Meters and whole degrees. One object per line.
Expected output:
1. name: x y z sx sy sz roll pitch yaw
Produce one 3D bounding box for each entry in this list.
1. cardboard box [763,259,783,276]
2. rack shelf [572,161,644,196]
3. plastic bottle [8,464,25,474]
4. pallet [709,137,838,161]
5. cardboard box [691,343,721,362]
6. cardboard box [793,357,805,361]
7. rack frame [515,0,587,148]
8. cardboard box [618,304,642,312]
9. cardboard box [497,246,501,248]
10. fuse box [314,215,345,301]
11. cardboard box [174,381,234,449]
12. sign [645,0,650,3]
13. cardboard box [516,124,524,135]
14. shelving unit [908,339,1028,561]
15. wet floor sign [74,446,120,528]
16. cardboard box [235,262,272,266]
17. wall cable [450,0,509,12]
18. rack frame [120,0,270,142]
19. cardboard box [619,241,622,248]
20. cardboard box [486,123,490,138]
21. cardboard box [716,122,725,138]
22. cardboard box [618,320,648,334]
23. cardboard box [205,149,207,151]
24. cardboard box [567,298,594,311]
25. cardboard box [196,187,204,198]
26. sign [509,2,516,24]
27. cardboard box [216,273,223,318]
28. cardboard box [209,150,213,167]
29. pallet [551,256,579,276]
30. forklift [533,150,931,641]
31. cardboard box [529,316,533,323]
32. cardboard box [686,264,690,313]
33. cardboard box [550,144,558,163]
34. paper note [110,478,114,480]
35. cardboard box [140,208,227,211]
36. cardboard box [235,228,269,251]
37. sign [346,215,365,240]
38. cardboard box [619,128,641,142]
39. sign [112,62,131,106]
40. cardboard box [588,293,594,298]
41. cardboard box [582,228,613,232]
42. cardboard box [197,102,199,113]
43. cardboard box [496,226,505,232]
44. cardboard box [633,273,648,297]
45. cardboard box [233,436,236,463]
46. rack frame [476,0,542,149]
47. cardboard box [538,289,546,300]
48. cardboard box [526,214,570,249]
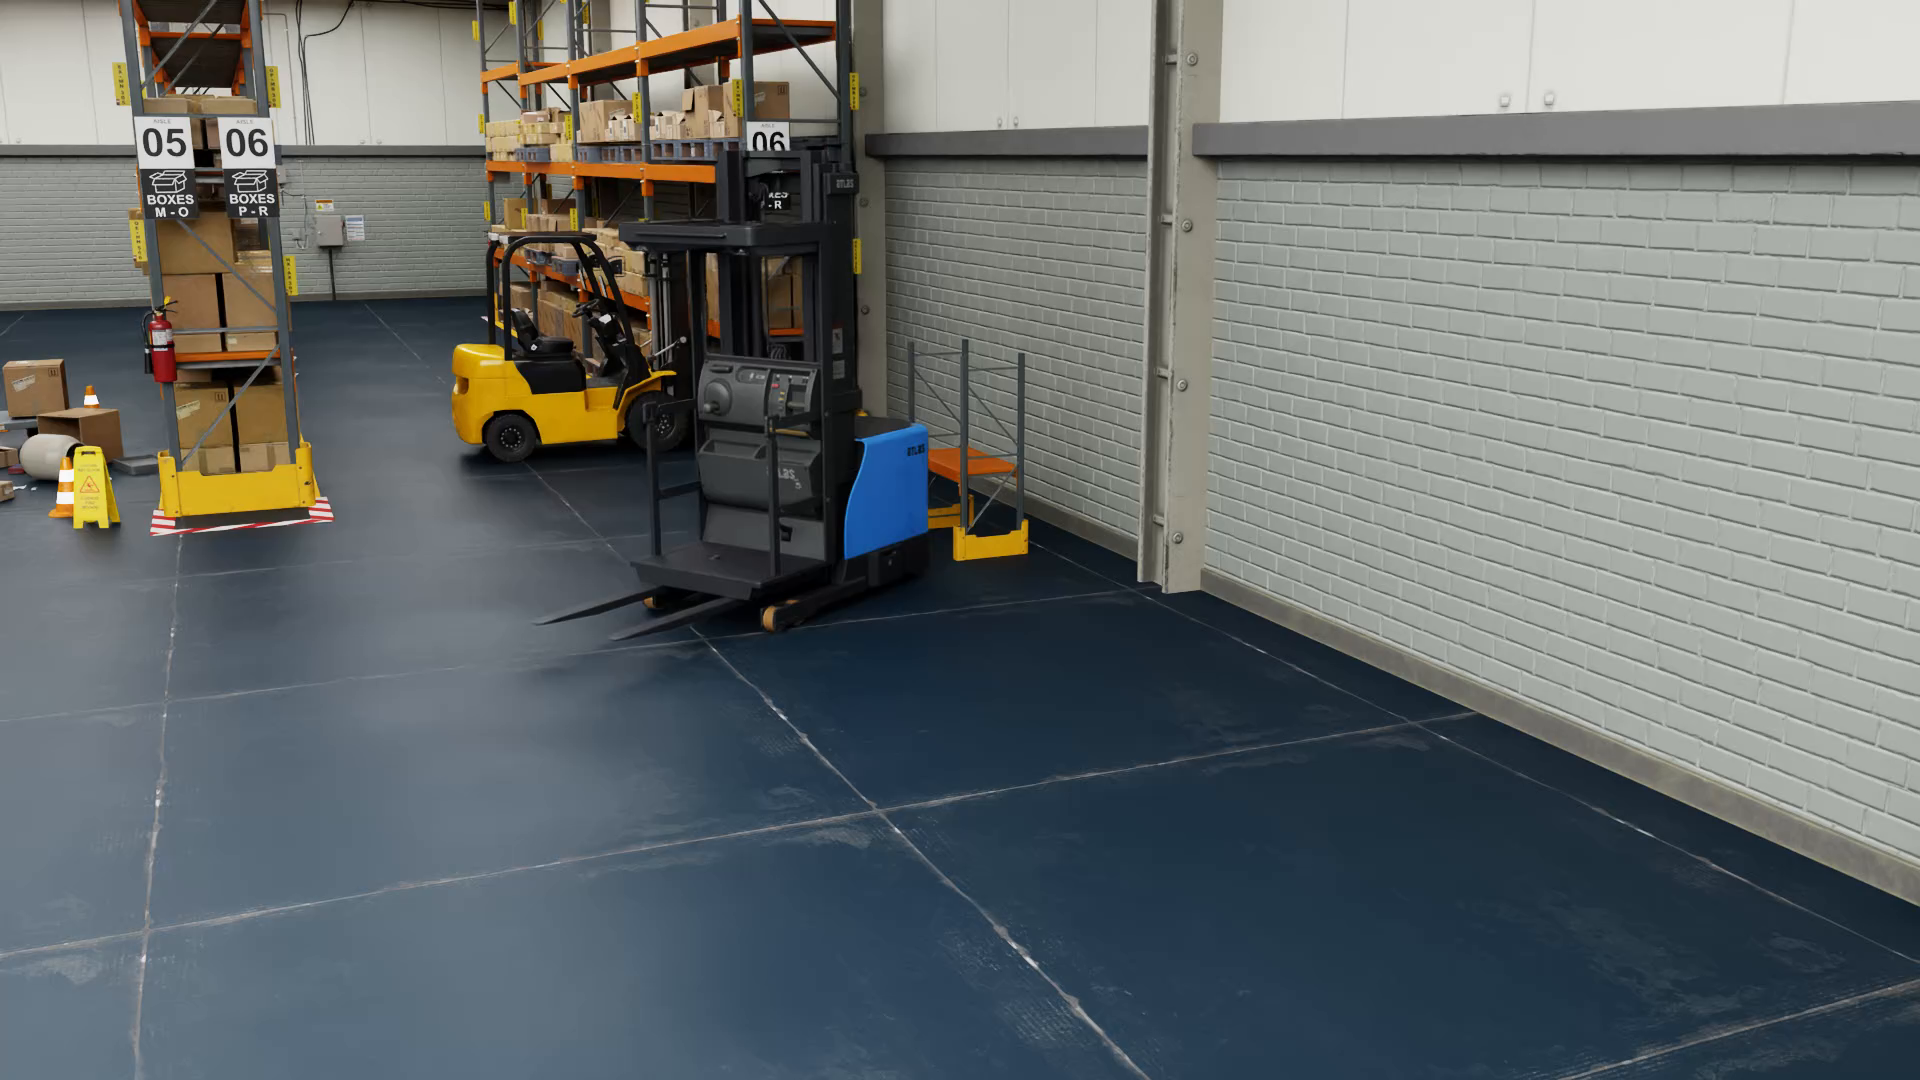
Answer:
1. cardboard box: -1.888 -2.576 15.689 0.380 0.149 0.250 -5 14 -22
2. rack shelf: -3.896 -4.516 20.672 1.077 0.370 4.000 -6 14 -23
3. plastic bottle: -8.842 -0.675 15.651 0.133 0.061 0.283 -3 13 -13
4. pallet: -1.752 -3.732 15.886 1.003 0.211 1.213 -6 14 -23
5. cardboard box: -2.580 -1.898 17.368 0.500 0.250 0.500 -6 14 -24
6. cardboard box: -1.511 -1.634 16.226 0.500 0.250 0.500 -6 14 -24
7. rack frame: -6.299 -7.567 25.609 1.000 3.000 0.127 -6 14 -23
8. cardboard box: -4.620 -3.257 23.463 0.380 0.149 0.250 -5 14 -20
9. cardboard box: -8.021 -5.256 29.484 0.380 0.149 0.250 -6 14 -23
10. fuse box: -12.745 -5.717 33.775 0.539 1.711 0.414 -6 14 -23
11. cardboard box: -6.599 -1.089 14.424 0.500 0.500 0.500 -6 14 -23
12. sign: -4.190 -7.324 22.135 0.100 0.325 0.005 -6 14 -23
13. cardboard box: -6.581 -6.280 25.445 0.380 0.149 0.250 -5 14 -21
14. shelving unit: 0.031 -0.715 12.633 0.587 1.500 1.083 -6 14 -23
15. wet floor sign: -6.943 -0.433 13.311 0.267 0.644 0.232 -1 13 -4
16. cardboard box: -6.390 -2.245 15.035 0.500 0.500 0.500 -6 14 -24
17. wall cable: -8.989 -12.385 34.090 2.988 3.039 0.133 -6 14 -23
18. rack frame: -6.039 -4.639 12.956 1.000 3.000 0.127 -6 14 -23
19. cardboard box: -3.974 -3.668 20.407 0.380 0.149 0.250 -5 14 -22
20. cardboard box: -7.954 -7.133 28.951 0.500 0.250 0.500 -6 14 -24
21. cardboard box: -2.102 -3.901 15.826 0.380 0.149 0.250 -6 14 -25
22. cardboard box: -3.921 -2.462 21.192 0.875 0.625 0.625 -6 14 -25
23. cardboard box: -8.606 -4.568 19.074 0.797 0.503 0.637 -6 14 -23
24. cardboard box: -5.494 -3.422 24.178 0.380 0.149 0.250 -6 14 -24
25. cardboard box: -11.261 -5.082 24.298 0.380 0.149 0.250 -6 14 -24
26. sign: -6.804 -8.016 25.299 0.100 0.325 0.005 -6 14 -23
27. cardboard box: -7.088 -2.311 15.322 0.500 0.500 0.500 -5 14 -22
28. cardboard box: -6.703 -3.516 15.314 0.380 0.149 0.250 -6 14 -23
29. pallet: -5.033 -3.858 23.314 1.213 0.211 1.003 -6 14 -23
30. forklift: -1.423 -0.971 10.567 1.130 2.935 3.031 8 15 31
31. cardboard box: -6.791 -3.549 26.942 0.380 0.149 0.250 -6 14 -25
32. cardboard box: -2.546 -2.609 17.267 0.500 0.500 0.500 -6 14 -23
33. cardboard box: -5.527 -5.498 23.652 0.500 0.250 0.500 -6 14 -23
34. paper note: -7.844 -0.562 15.230 0.142 0.019 0.148 -12 18 -42
35. cardboard box: -6.639 -2.588 14.301 0.700 0.500 0.500 -5 14 -22
36. cardboard box: -7.566 -3.064 17.642 0.500 0.500 0.500 -5 14 -22
37. sign: -12.375 -6.385 34.018 0.329 0.494 0.001 -6 14 -23
38. cardboard box: -3.813 -4.784 19.639 0.380 0.149 0.250 -6 14 -23
39. sign: -6.555 -3.563 12.996 0.100 0.325 0.005 -6 14 -23
40. cardboard box: -5.484 -3.682 25.299 0.380 0.149 0.250 -5 14 -21
41. cardboard box: -4.839 -4.090 22.231 0.380 0.149 0.250 -5 14 -21
42. cardboard box: -6.778 -3.703 14.353 0.380 0.149 0.250 -6 14 -23
43. cardboard box: -7.764 -5.321 28.879 0.500 0.250 0.500 -5 14 -22
44. cardboard box: -3.536 -2.999 19.509 0.500 0.250 0.500 -5 14 -22
45. cardboard box: -6.809 -0.832 14.978 0.500 0.250 0.500 -6 14 -23
46. rack frame: -7.901 -8.394 29.180 1.000 3.000 0.127 -6 14 -23
47. cardboard box: -6.399 -3.849 26.023 0.380 0.149 0.250 -5 14 -20
48. cardboard box: -6.310 -4.778 25.708 0.700 0.500 0.500 -5 14 -22
